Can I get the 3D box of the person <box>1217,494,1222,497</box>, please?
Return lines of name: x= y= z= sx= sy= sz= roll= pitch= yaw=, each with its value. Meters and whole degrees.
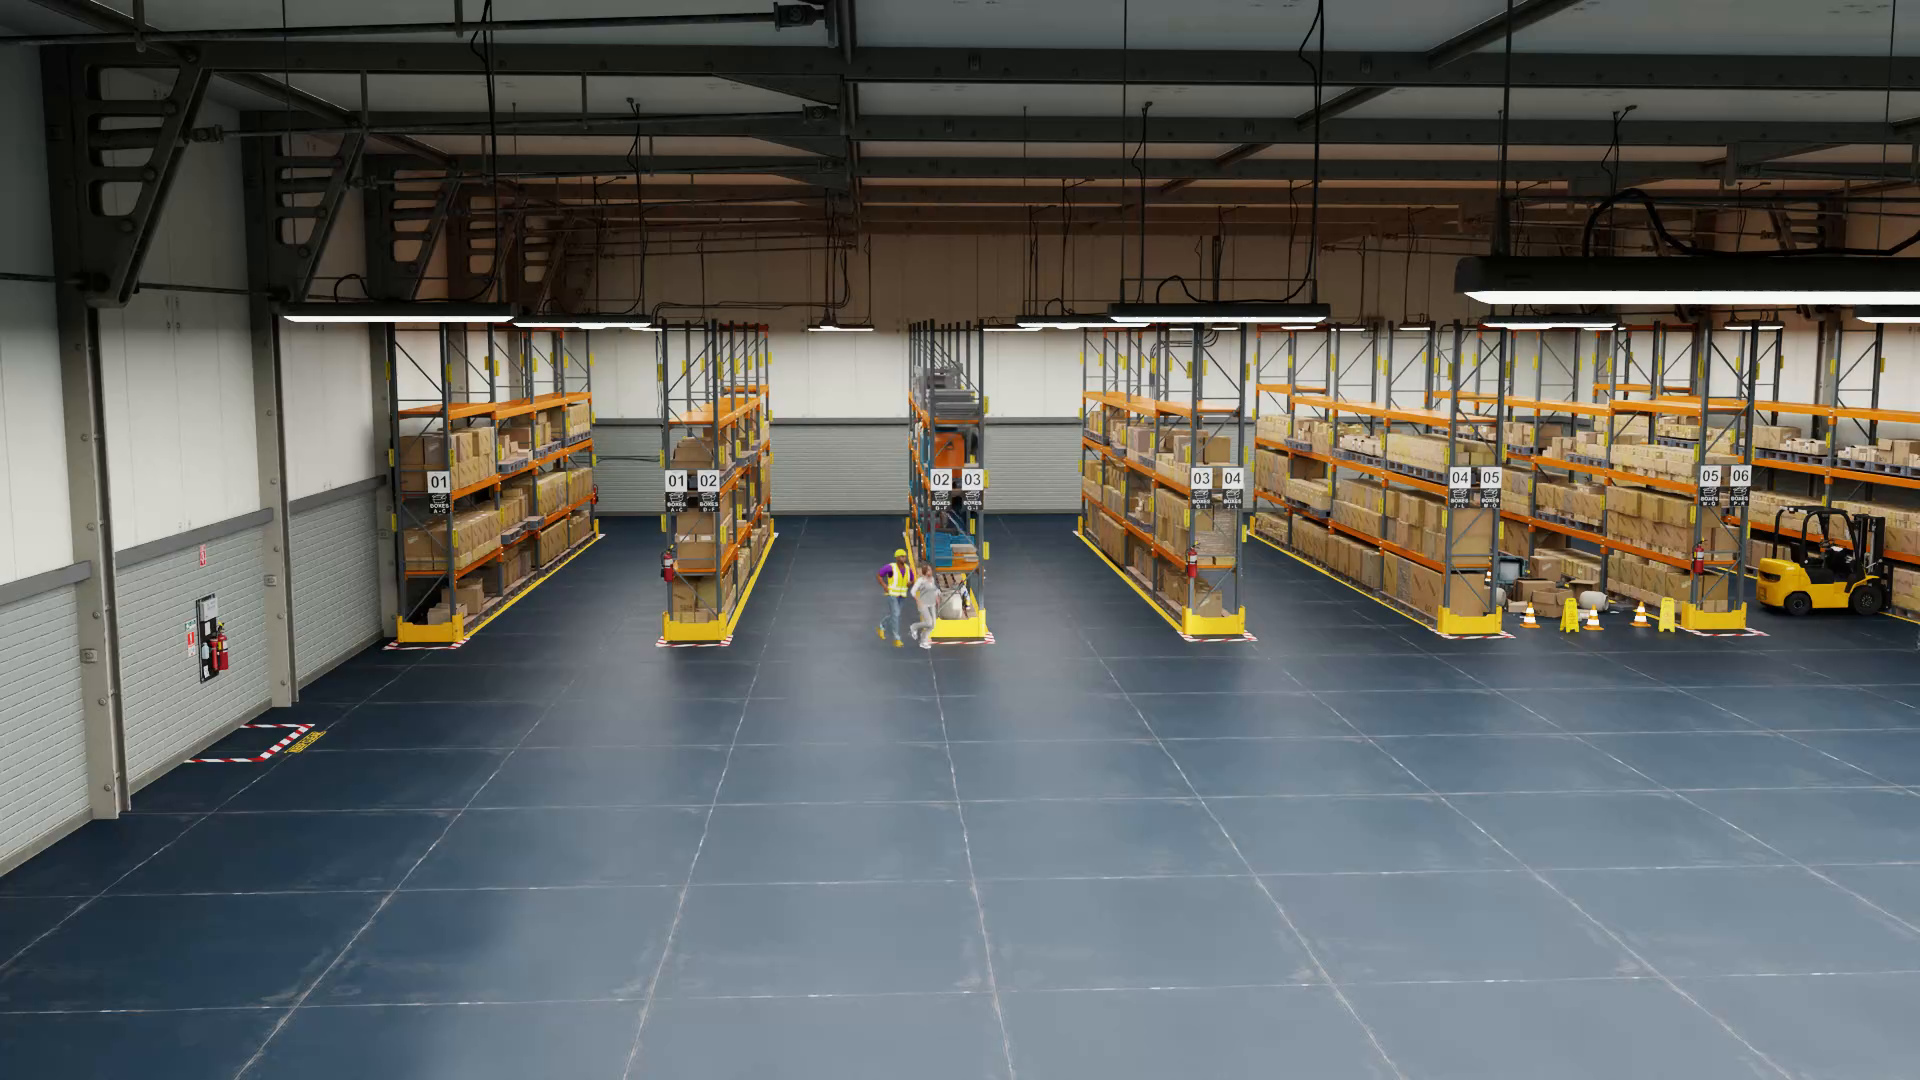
person: x=7.216 y=-0.865 z=46.801 sx=0.606 sy=1.727 sz=0.744 roll=1 pitch=7 yaw=7

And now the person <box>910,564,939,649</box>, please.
person: x=-0.623 y=1.208 z=30.451 sx=0.536 sy=1.543 sz=0.541 roll=-7 pitch=10 yaw=-44

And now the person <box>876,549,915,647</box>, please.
person: x=-1.160 y=1.055 z=30.951 sx=0.725 sy=1.780 sz=0.884 roll=-5 pitch=9 yaw=-37
